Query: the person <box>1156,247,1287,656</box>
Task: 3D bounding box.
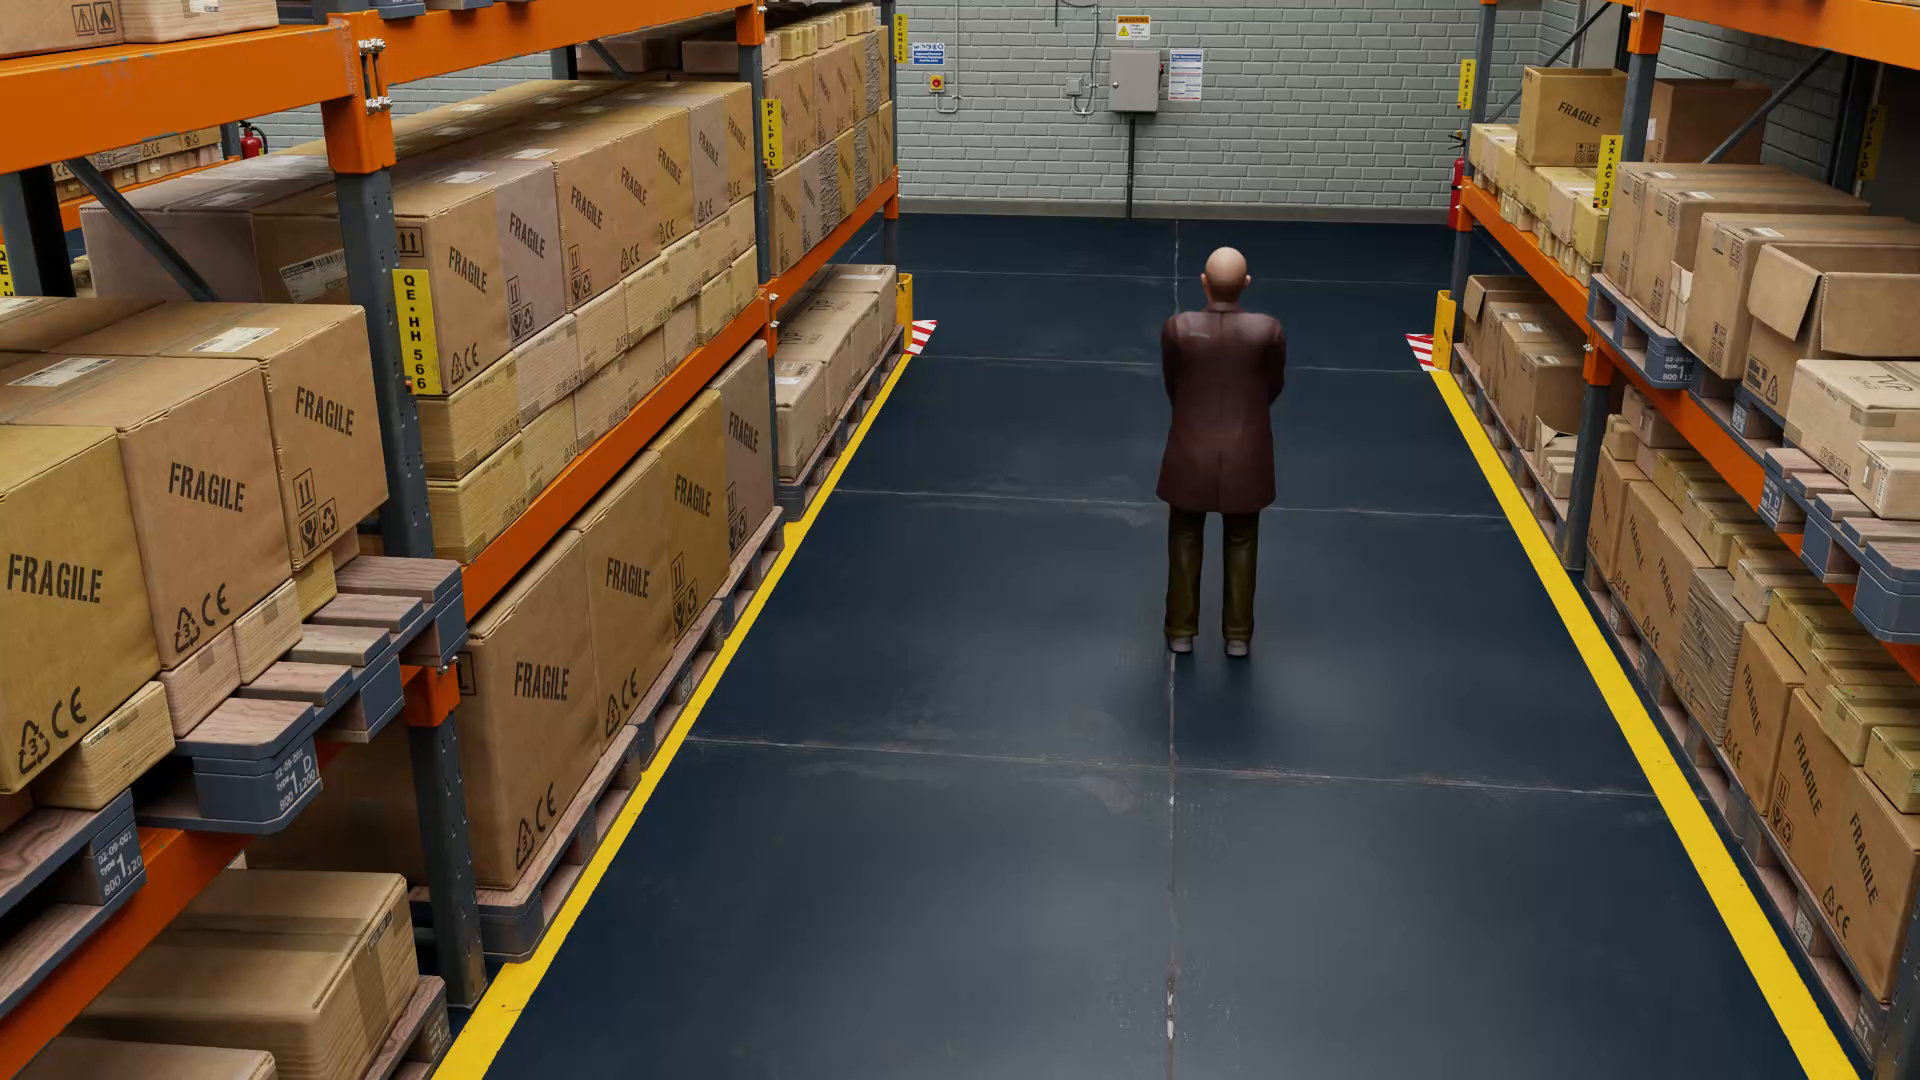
[{"bbox_3d":[1.109,-0.405,7.171,0.526,1.776,0.545,3,21,7],"label":"person"}]
